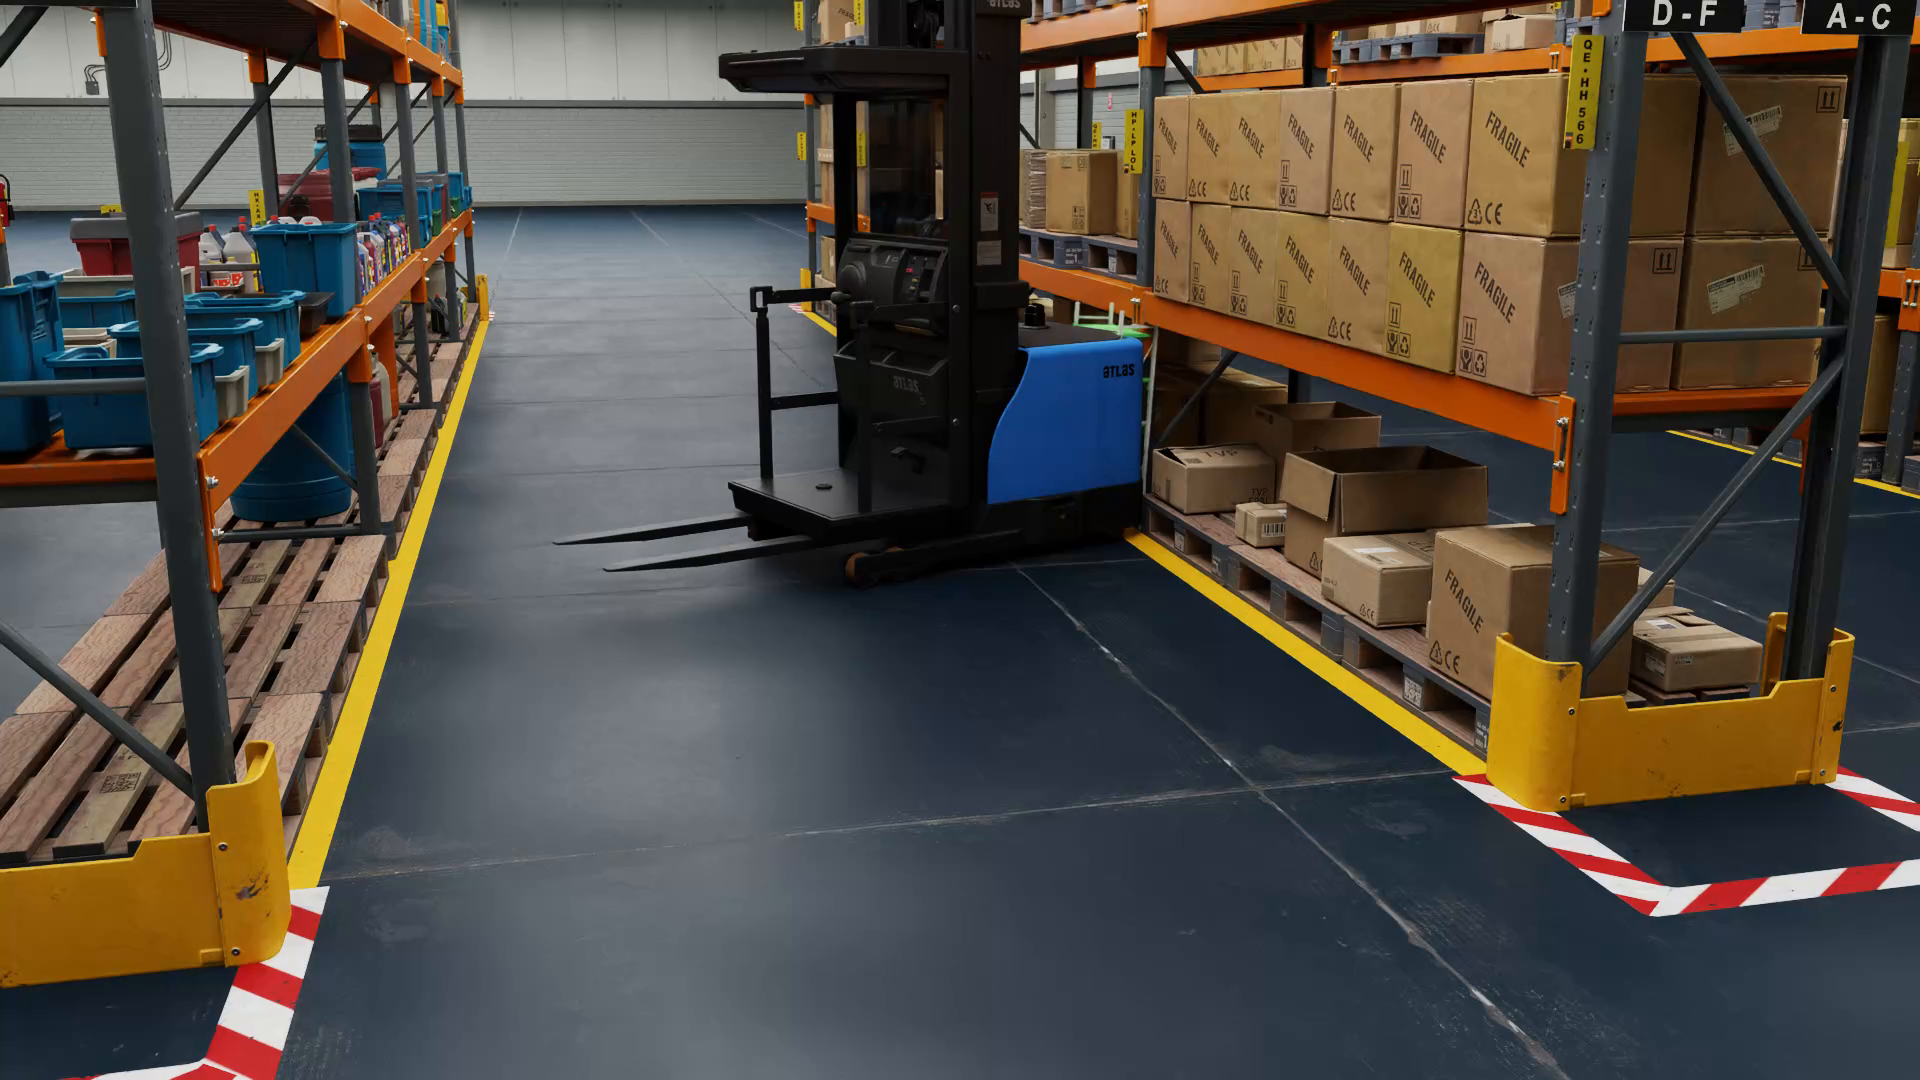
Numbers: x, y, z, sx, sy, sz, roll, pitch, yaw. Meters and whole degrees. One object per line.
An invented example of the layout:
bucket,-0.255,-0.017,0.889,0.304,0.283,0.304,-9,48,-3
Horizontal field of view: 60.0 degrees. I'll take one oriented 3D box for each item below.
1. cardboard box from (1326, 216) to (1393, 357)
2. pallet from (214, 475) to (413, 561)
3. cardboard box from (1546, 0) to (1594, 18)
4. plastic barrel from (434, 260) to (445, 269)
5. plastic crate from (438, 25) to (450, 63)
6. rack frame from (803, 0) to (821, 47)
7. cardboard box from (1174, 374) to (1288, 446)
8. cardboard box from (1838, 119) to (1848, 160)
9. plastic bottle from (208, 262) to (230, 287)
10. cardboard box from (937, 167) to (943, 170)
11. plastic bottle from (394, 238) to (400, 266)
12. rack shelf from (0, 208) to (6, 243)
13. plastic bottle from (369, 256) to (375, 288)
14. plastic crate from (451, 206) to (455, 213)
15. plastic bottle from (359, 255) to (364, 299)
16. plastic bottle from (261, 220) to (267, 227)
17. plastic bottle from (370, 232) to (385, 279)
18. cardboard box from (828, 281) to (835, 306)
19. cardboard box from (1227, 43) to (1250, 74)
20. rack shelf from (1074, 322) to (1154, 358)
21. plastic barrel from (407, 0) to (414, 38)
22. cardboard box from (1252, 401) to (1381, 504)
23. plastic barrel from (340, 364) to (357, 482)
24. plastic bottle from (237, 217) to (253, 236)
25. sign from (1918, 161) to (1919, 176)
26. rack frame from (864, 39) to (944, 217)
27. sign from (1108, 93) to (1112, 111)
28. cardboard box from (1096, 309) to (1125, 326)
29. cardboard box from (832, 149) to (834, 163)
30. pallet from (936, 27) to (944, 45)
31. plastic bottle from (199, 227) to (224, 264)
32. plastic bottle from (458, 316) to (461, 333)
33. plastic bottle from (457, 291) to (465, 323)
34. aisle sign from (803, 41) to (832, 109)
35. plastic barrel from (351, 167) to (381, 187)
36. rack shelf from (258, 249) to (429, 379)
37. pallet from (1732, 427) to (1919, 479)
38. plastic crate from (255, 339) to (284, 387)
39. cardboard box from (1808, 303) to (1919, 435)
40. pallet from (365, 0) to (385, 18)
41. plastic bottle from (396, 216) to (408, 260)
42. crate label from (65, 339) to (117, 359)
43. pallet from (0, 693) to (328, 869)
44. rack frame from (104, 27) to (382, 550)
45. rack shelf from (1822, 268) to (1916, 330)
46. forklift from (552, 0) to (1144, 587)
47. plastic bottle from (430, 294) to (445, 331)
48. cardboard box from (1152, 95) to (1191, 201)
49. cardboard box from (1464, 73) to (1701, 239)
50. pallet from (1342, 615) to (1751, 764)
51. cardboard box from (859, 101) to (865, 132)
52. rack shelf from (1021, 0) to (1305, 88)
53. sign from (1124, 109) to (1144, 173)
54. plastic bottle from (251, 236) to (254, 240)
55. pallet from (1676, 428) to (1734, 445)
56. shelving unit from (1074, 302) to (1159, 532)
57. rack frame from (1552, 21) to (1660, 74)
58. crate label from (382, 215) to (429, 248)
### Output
cardboard box,1.781,-1.005,6.509,0.500,0.500,0.500,-3,14,-13
pallet,-3.508,-0.106,8.918,1.003,0.211,1.213,-3,14,-13
cardboard box,5.378,-4.450,14.249,0.500,0.500,0.500,-3,14,-13
plastic barrel,-5.957,-2.897,18.822,0.421,0.512,0.421,0,14,0
plastic crate,-5.445,-5.075,17.094,0.392,0.384,0.575,-3,14,-13
rack frame,-1.370,-7.239,19.595,1.000,3.000,0.127,-3,14,-13
cardboard box,1.572,-0.681,9.733,0.500,0.500,0.500,-4,14,-16
cardboard box,5.794,-2.612,10.839,0.500,0.250,0.500,-3,14,-12
plastic bottle,-3.657,-1.268,8.217,0.097,0.201,0.097,0,14,0
cardboard box,-0.541,-3.552,16.935,0.700,0.500,0.500,-4,14,-15
plastic bottle,-3.619,-1.844,10.575,0.097,0.201,0.097,0,14,0
rack shelf,-10.530,-2.962,16.247,1.077,0.370,4.000,-3,14,-13
plastic bottle,-3.238,-1.470,9.042,0.097,0.201,0.097,0,14,0
plastic crate,-5.245,-3.224,15.934,0.767,0.338,0.504,-3,14,-13
plastic bottle,-3.070,-1.363,8.433,0.061,0.283,0.133,-3,14,-13
plastic bottle,-4.423,-1.889,10.584,0.061,0.283,0.133,-3,14,-13
plastic bottle,-3.378,-1.642,9.597,0.097,0.271,0.097,0,14,0
cardboard box,-1.222,-2.826,19.083,0.500,0.250,0.500,-3,14,-13
cardboard box,3.497,-5.780,19.693,0.500,0.500,0.500,-3,14,-11
rack shelf,0.841,-1.088,9.066,0.258,0.148,0.480,-2,14,-25
plastic barrel,-4.289,-4.106,12.036,0.600,0.901,0.600,0,14,0
cardboard box,1.858,-0.440,8.747,0.500,0.500,0.500,-3,14,-13
plastic barrel,-3.645,-0.755,9.235,0.600,0.901,0.708,-3,14,-13
plastic bottle,-4.160,-1.705,9.688,0.144,0.351,0.185,-3,14,-13
sign,5.738,-2.324,9.848,0.100,0.325,0.005,-3,14,-13
rack frame,-0.430,-3.402,16.530,1.000,3.000,0.127,-3,14,-13
sign,2.592,-7.578,28.740,0.001,0.298,0.199,-3,14,-13
cardboard box,1.219,-1.391,11.061,0.500,0.250,0.500,-4,14,-14
cardboard box,-1.243,-4.347,18.824,0.380,0.149,0.250,-4,14,-15
pallet,0.263,-3.996,13.040,1.213,0.211,1.003,-3,14,-11
plastic bottle,-3.901,-1.451,8.648,0.144,0.351,0.185,-3,14,-13
plastic bottle,-4.943,-2.126,16.276,0.097,0.201,0.097,0,14,0
plastic bottle,-5.176,-2.404,17.102,0.144,0.351,0.185,-3,14,-14
aisle sign,-1.683,-5.585,19.990,0.394,0.787,0.004,-3,14,-13
plastic barrel,-5.235,-2.959,14.434,0.433,0.535,0.433,0,14,0
rack shelf,-3.837,-1.393,9.823,1.077,0.370,4.000,-3,14,-13
pallet,6.008,-0.652,11.152,1.003,0.211,1.213,-3,14,-13
plastic crate,-2.320,-0.569,5.367,0.250,0.136,0.298,-3,14,-13
cardboard box,5.984,-1.135,10.899,0.750,0.750,0.750,-3,14,-13
pallet,-4.222,-3.387,10.548,1.003,0.211,1.213,-3,14,-13
plastic bottle,-3.743,-2.024,11.137,0.061,0.283,0.133,-3,14,-13
crate label,-2.938,-0.568,5.359,0.396,0.136,0.243,-3,14,-13
pallet,-2.584,0.804,5.191,1.003,0.211,1.213,-3,14,-13
rack frame,-3.367,-1.281,7.849,1.000,3.000,0.127,-3,14,-13
rack shelf,5.793,-1.945,12.083,1.077,0.370,4.000,-3,14,-13
forklift,-0.518,-1.339,8.232,3.031,2.935,1.130,-9,17,-33
plastic bottle,-5.172,-2.255,16.489,0.144,0.351,0.185,-3,14,-13
cardboard box,1.286,-1.966,8.336,0.500,0.500,0.500,-3,14,-12
cardboard box,2.016,-1.255,5.426,0.500,0.500,0.500,-3,14,-14
pallet,2.182,0.520,6.354,1.003,0.211,1.213,-3,14,-13
cardboard box,-0.661,-4.299,17.258,0.700,0.500,0.500,-3,14,-13
rack shelf,0.979,-3.125,10.594,1.077,0.370,4.000,-3,14,-13
sign,0.910,-2.087,8.708,0.100,0.325,0.005,-3,14,-13
plastic bottle,-3.893,-1.534,9.157,0.097,0.271,0.097,0,14,0
pallet,5.718,-0.934,12.306,1.003,0.211,1.213,-3,14,-13
shelving unit,0.816,-0.683,9.155,0.258,1.200,0.503,-2,14,-25
rack frame,5.323,-2.756,13.886,1.000,3.000,0.127,-3,14,-13
crate label,-4.041,-2.240,12.129,0.303,0.233,0.416,-3,14,-13
